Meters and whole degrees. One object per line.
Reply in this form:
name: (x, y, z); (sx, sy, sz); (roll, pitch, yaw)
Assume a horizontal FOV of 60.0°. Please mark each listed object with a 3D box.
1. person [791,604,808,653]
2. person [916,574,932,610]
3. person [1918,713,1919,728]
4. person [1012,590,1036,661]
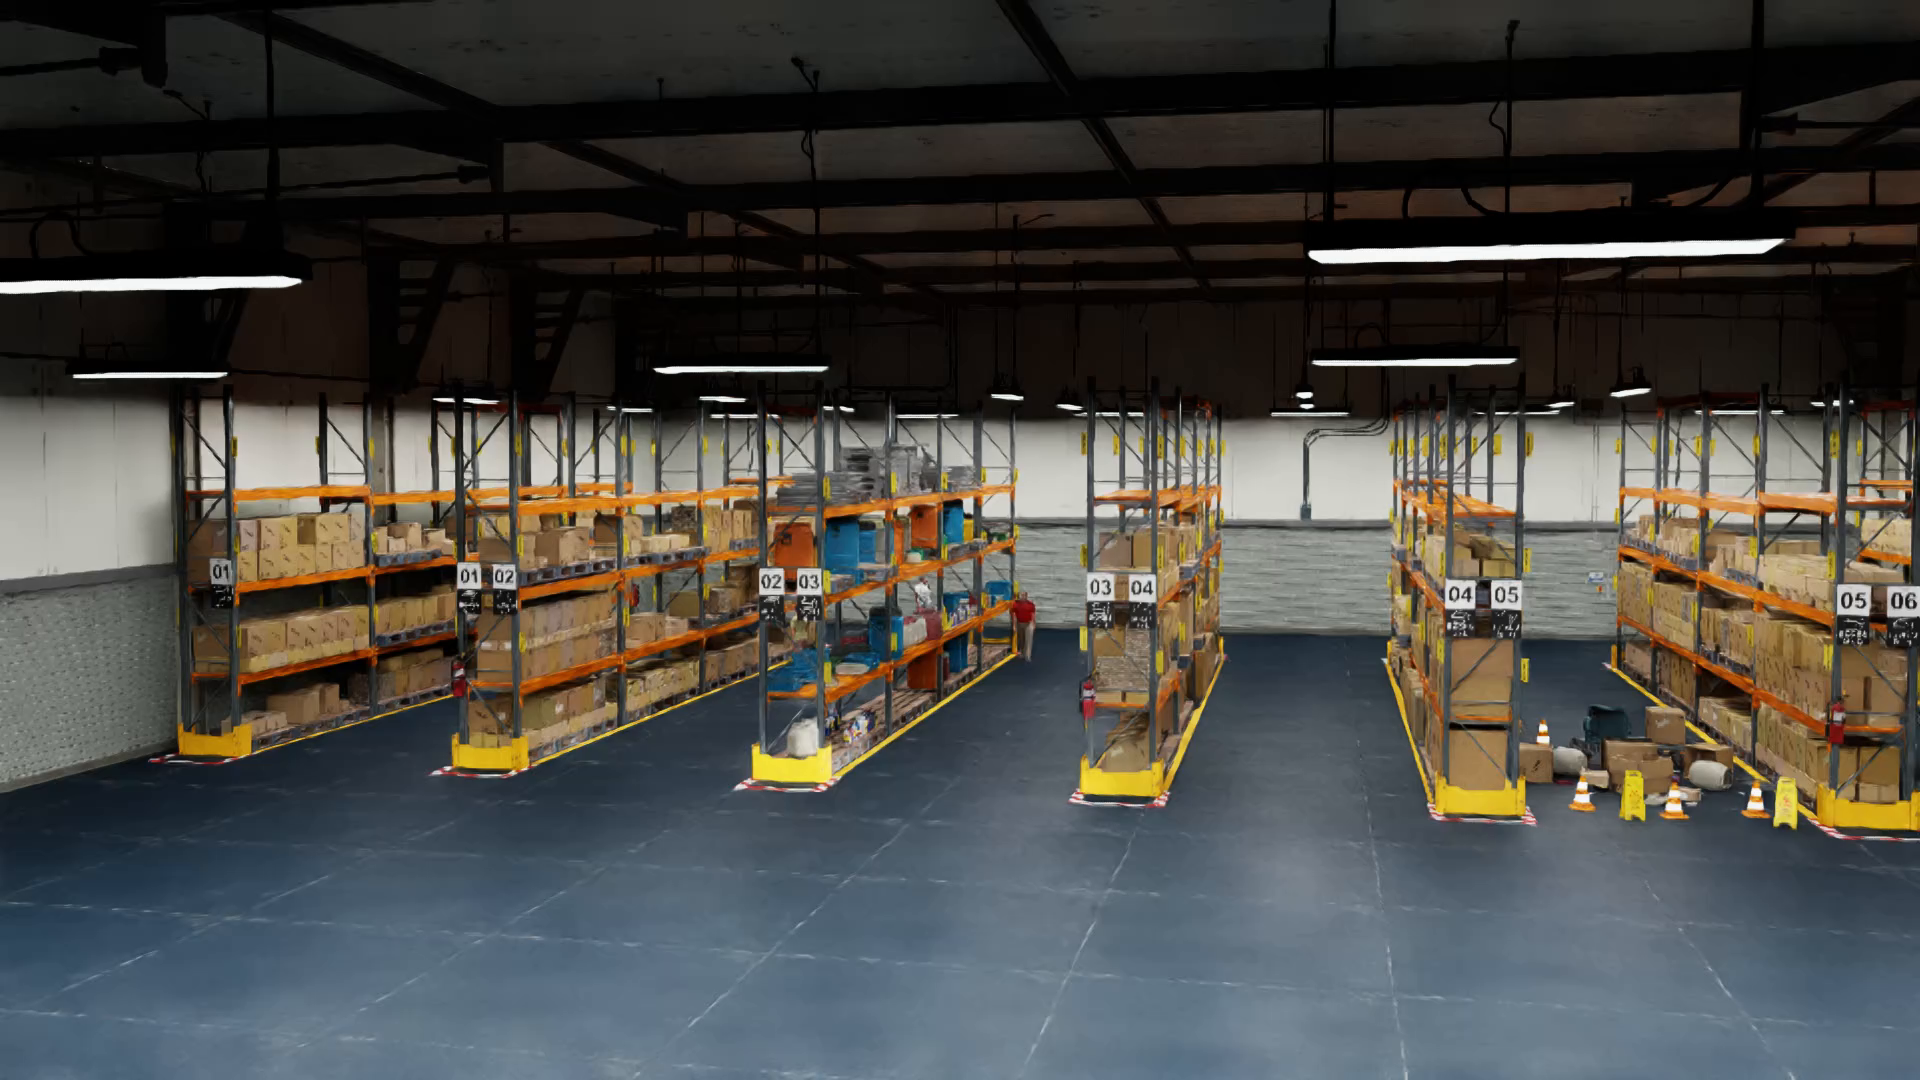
person: (-3.480, 2.163, 35.566); (0.477, 1.675, 0.493); (3, 4, 41)
person: (-1.084, 1.718, 43.951); (0.662, 1.669, 0.479); (-2, 4, -36)
person: (14.631, 2.766, 24.864); (0.464, 1.673, 0.579); (-1, 3, -17)
person: (1.481, 1.985, 38.836); (0.545, 1.636, 1.116); (1, 3, 10)
